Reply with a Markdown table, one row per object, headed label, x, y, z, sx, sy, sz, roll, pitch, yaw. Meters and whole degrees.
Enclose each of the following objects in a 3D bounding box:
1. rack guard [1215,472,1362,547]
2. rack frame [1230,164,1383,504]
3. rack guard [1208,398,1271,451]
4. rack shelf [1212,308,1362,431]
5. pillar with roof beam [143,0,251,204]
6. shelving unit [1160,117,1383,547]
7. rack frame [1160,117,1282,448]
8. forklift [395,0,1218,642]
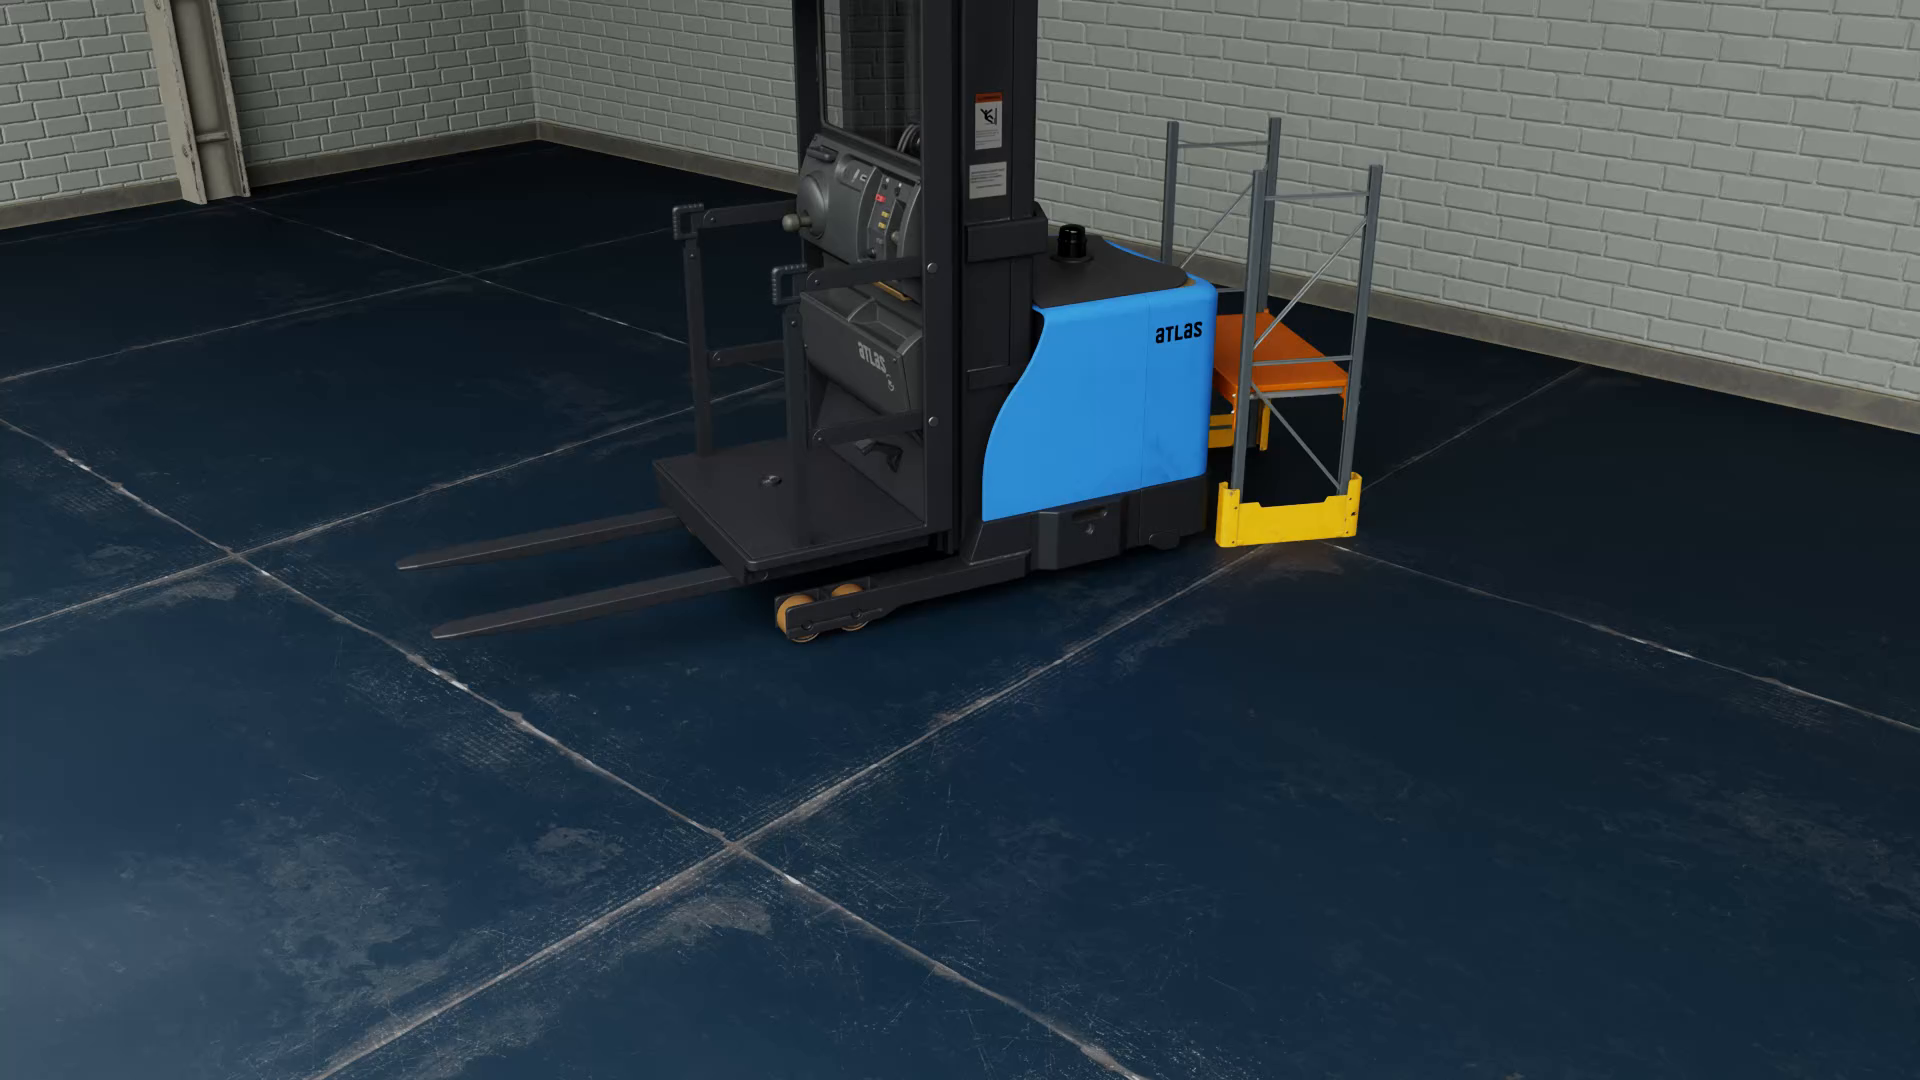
| label | x | y | z | sx | sy | sz | roll | pitch | yaw |
| --- | --- | --- | --- | --- | --- | --- | --- | --- | --- |
| rack guard | 1.327 | -0.124 | 6.720 | 0.587 | 0.250 | 0.087 | -5 | 25 | -10 |
| rack frame | 1.328 | -0.693 | 6.463 | 0.500 | 1.500 | 0.032 | -5 | 25 | -10 |
| rack guard | 1.129 | -0.523 | 7.611 | 0.587 | 0.250 | 0.087 | -5 | 25 | -10 |
| rack shelf | 1.226 | -0.733 | 6.991 | 0.538 | 0.185 | 1.000 | -5 | 25 | -10 |
| pillar with roof beam | -2.383 | -5.508 | 8.037 | 9.100 | 9.000 | 0.400 | 20 | 31 | 38 |
| shelving unit | 1.228 | -0.894 | 6.910 | 0.587 | 1.500 | 1.083 | -5 | 25 | -10 |
| rack frame | 1.125 | -1.101 | 7.372 | 0.500 | 1.500 | 0.032 | -5 | 25 | -10 |
| forklift | -0.551 | -1.219 | 5.886 | 3.031 | 2.935 | 1.130 | -12 | 27 | -25 |
